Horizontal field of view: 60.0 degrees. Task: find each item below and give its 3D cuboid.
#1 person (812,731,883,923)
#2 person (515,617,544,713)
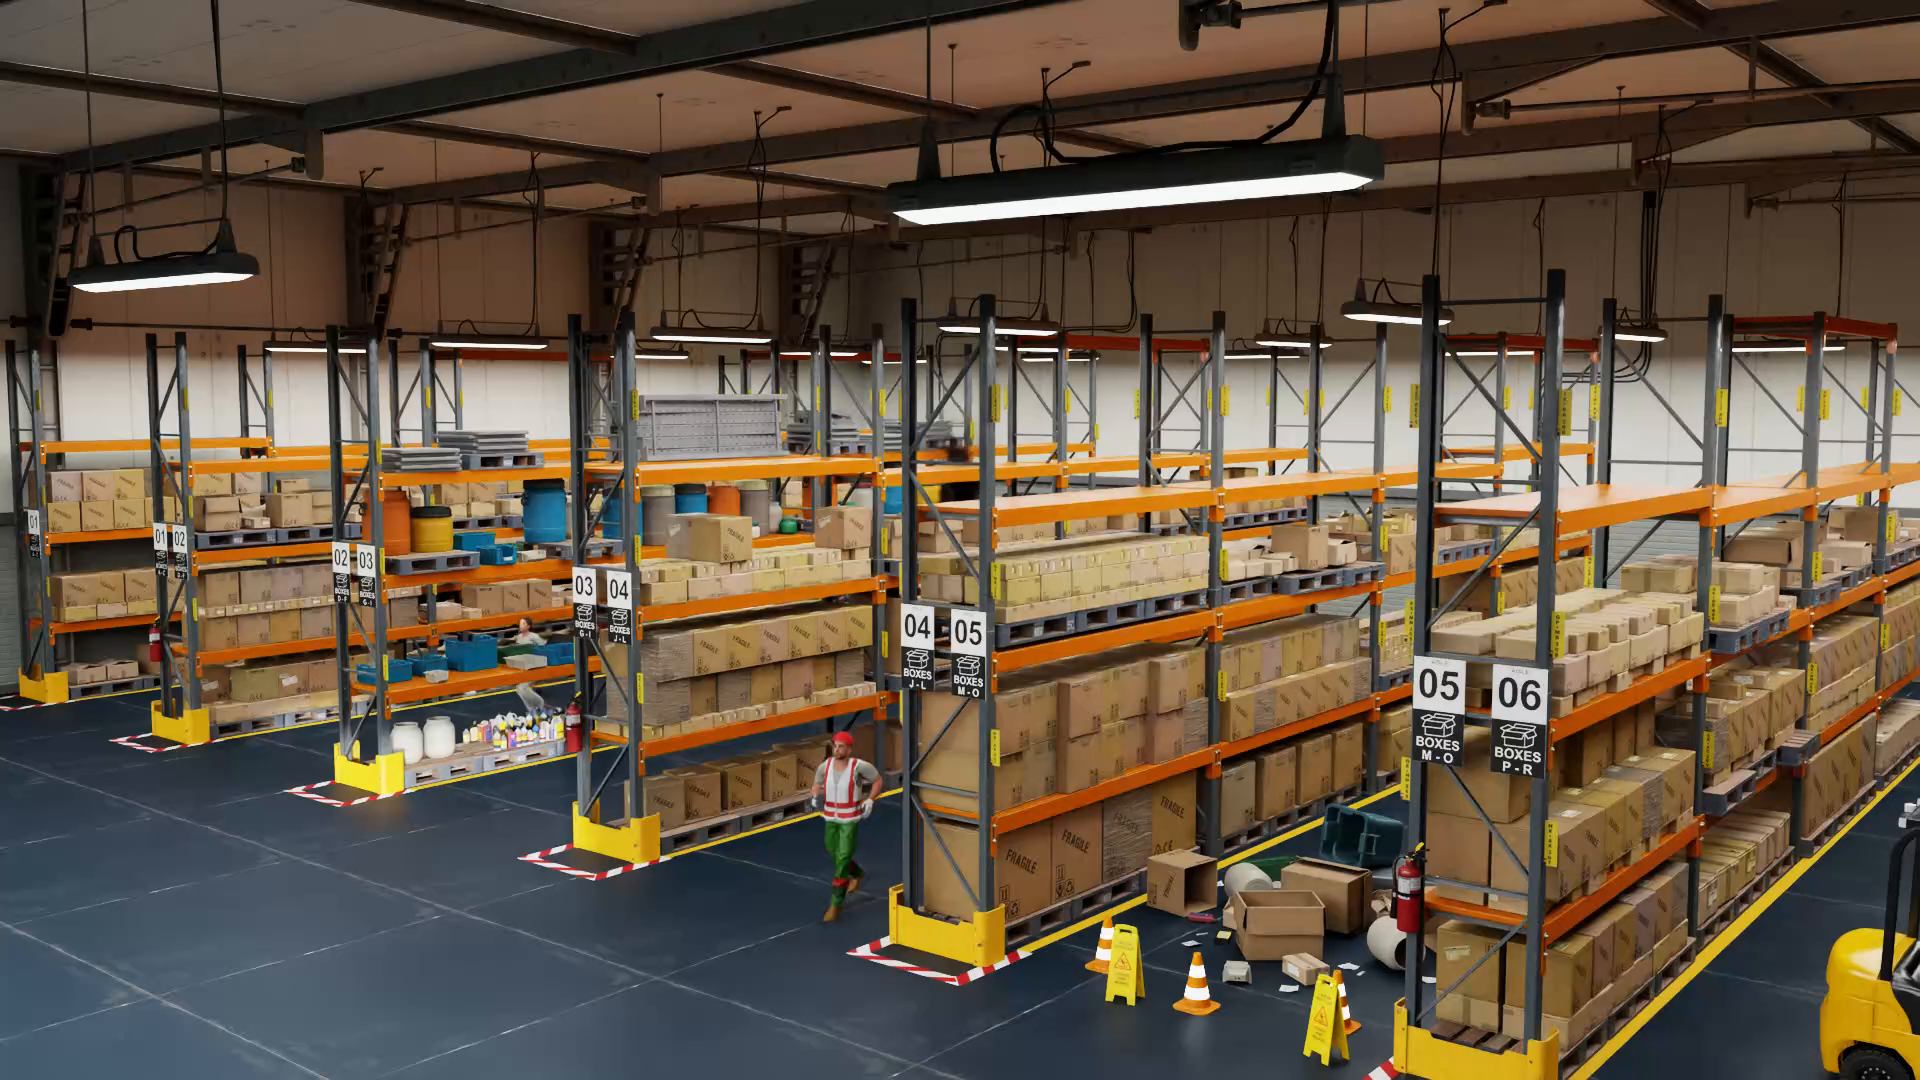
[{"bbox_3d":[-1.156,2.799,16.519,0.688,1.824,0.902,2,6,22],"label":"person"},{"bbox_3d":[-6.791,2.010,25.977,0.539,1.626,0.541,3,6,33],"label":"person"}]
